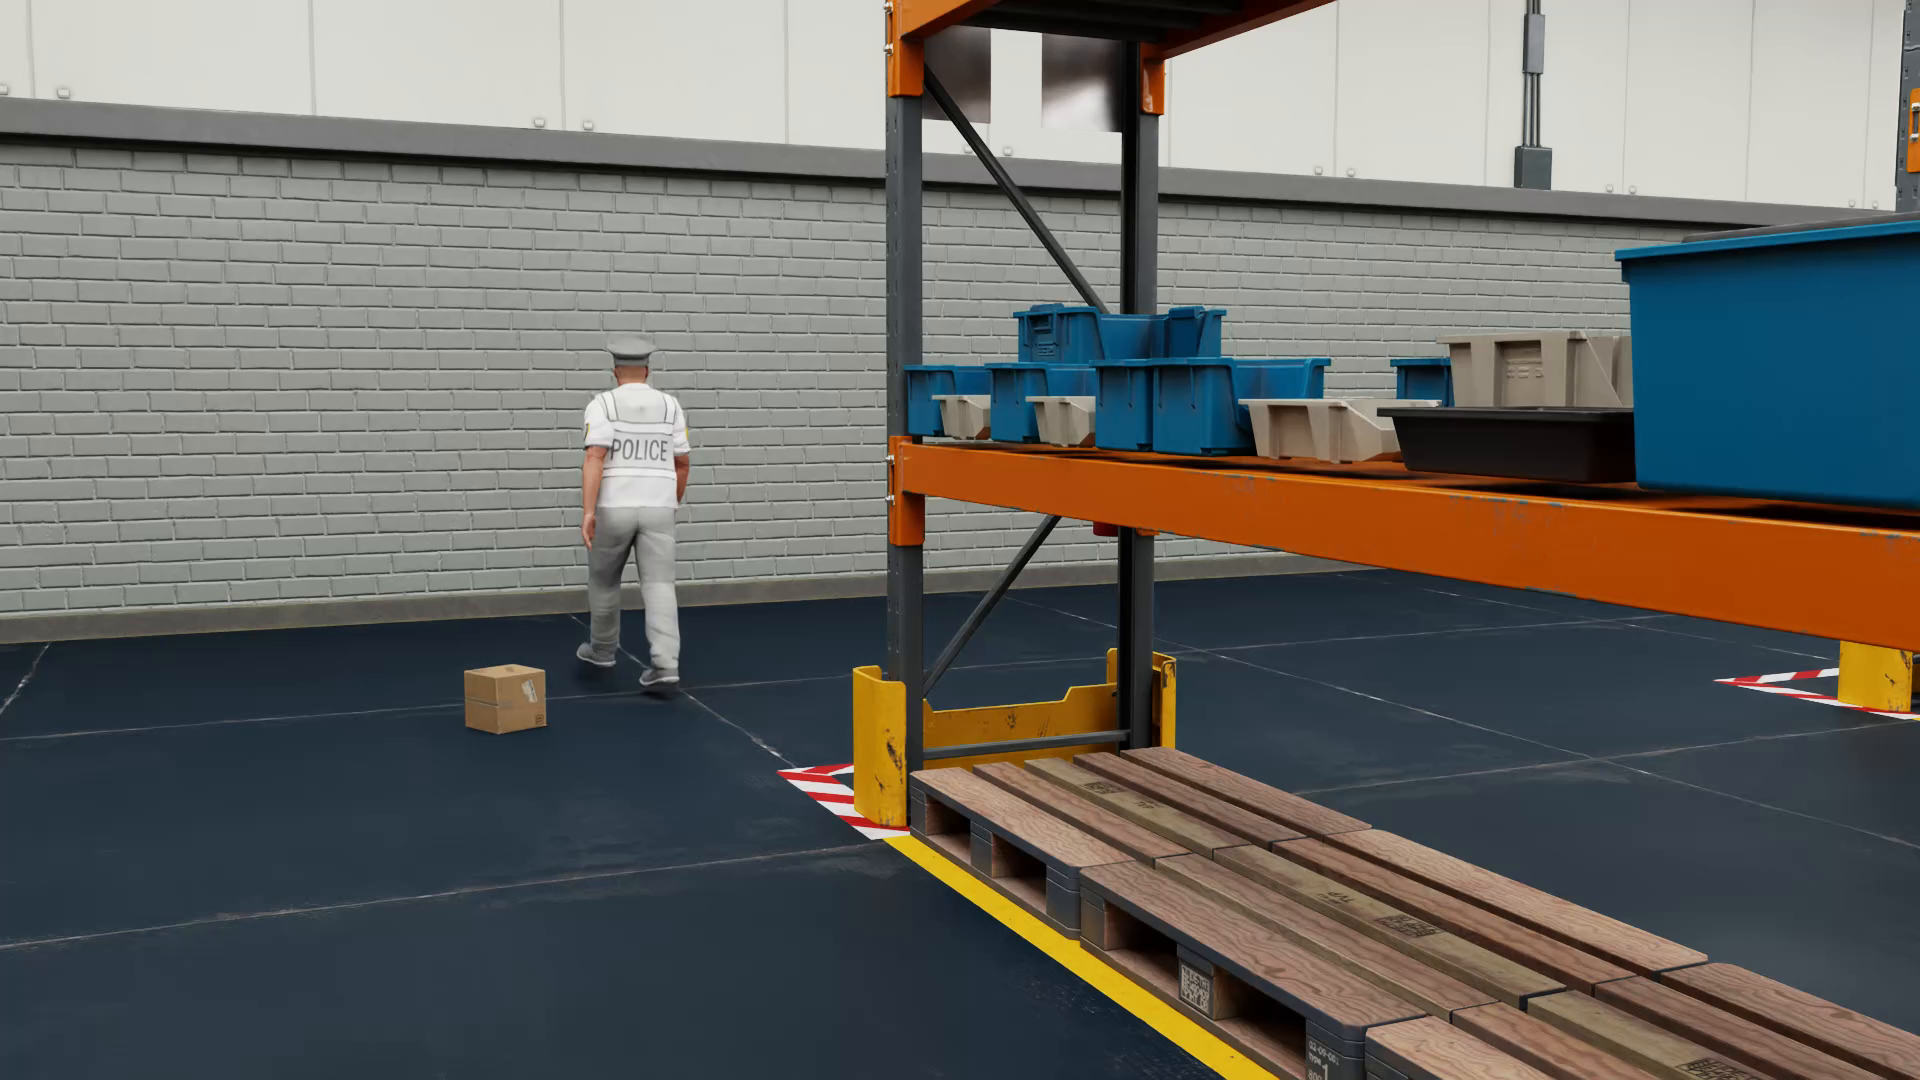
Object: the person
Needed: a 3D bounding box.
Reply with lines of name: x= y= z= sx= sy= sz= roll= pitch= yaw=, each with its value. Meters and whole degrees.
person: x=-1.628 y=-0.160 z=8.300 sx=0.576 sy=1.696 sz=1.072 roll=-2 pitch=6 yaw=-19
